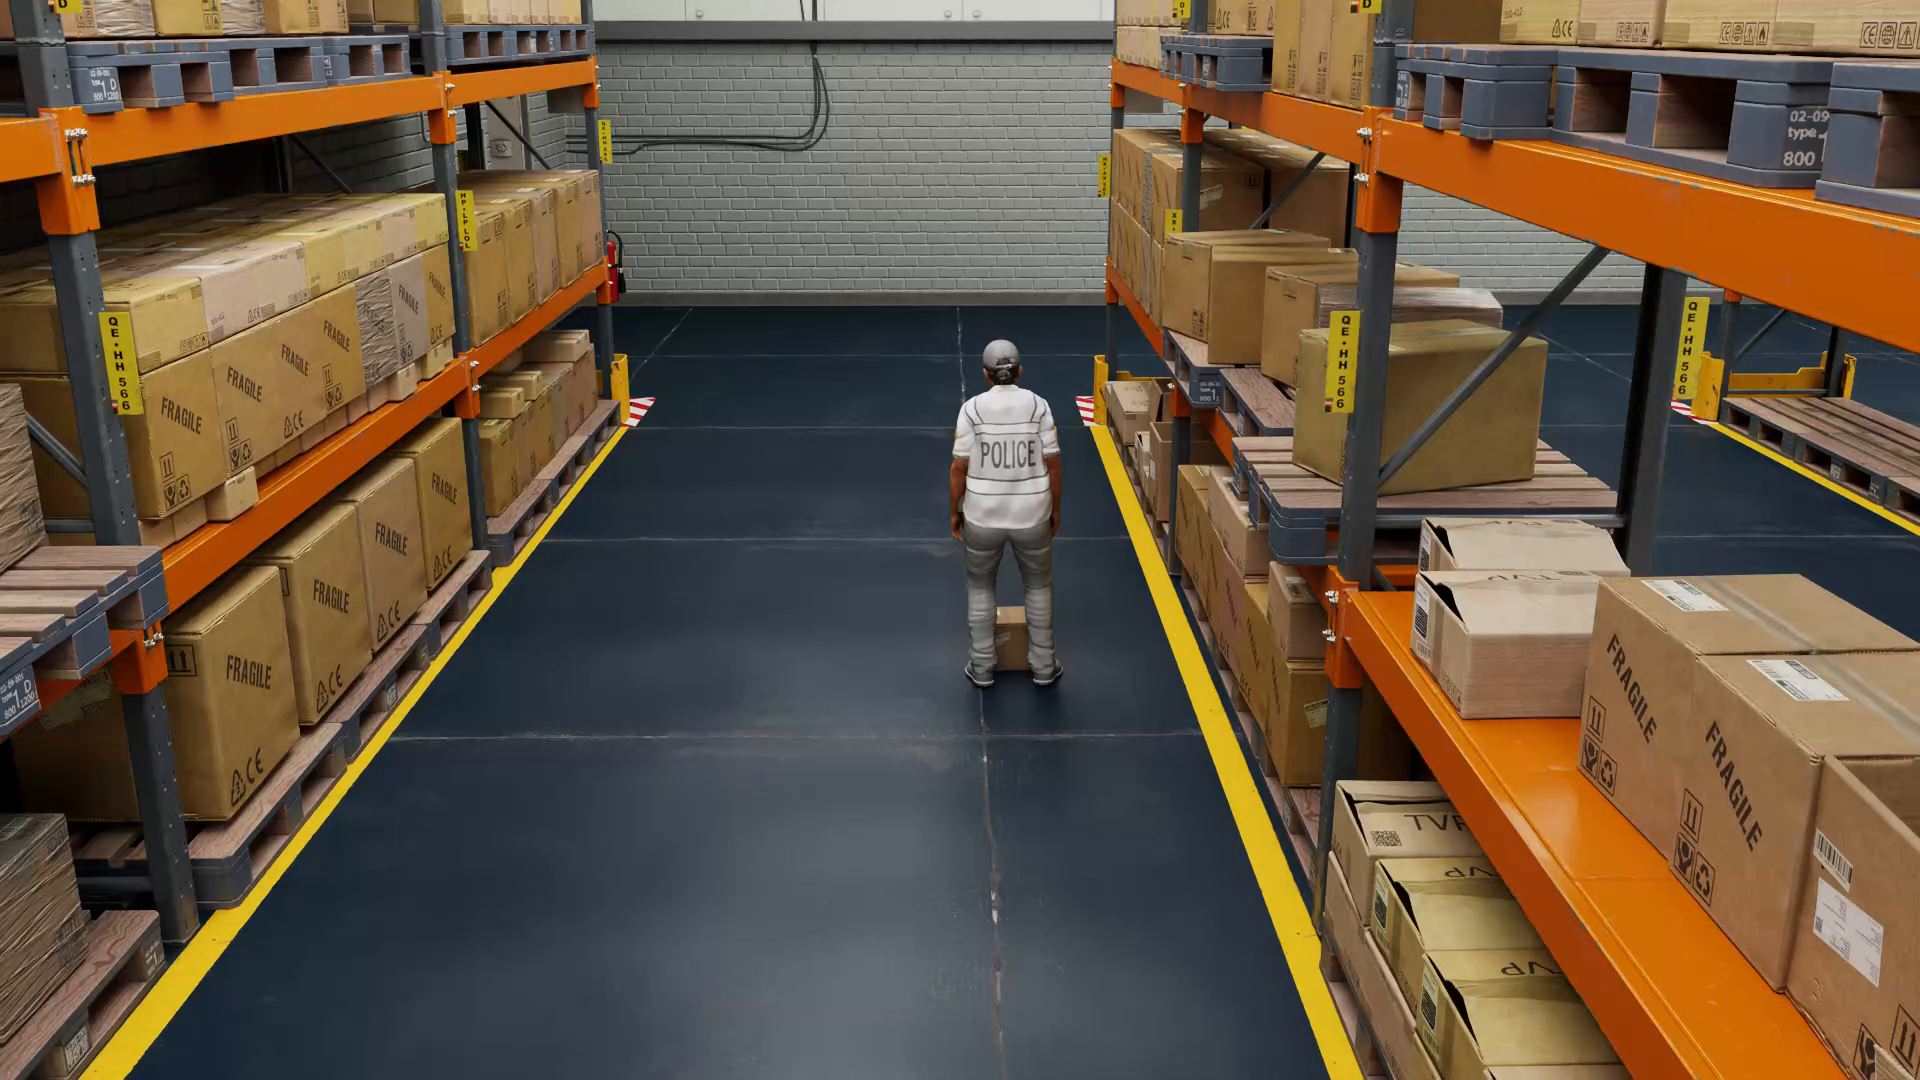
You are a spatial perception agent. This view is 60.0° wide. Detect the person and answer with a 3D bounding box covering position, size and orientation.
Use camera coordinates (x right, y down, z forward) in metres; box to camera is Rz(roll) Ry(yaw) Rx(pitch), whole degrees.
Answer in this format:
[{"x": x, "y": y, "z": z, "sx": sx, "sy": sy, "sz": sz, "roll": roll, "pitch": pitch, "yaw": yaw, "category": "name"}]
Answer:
[{"x": 0.231, "y": -0.118, "z": 7.913, "sx": 0.563, "sy": 1.667, "sz": 0.463, "roll": -1, "pitch": 17, "yaw": -2, "category": "person"}]
